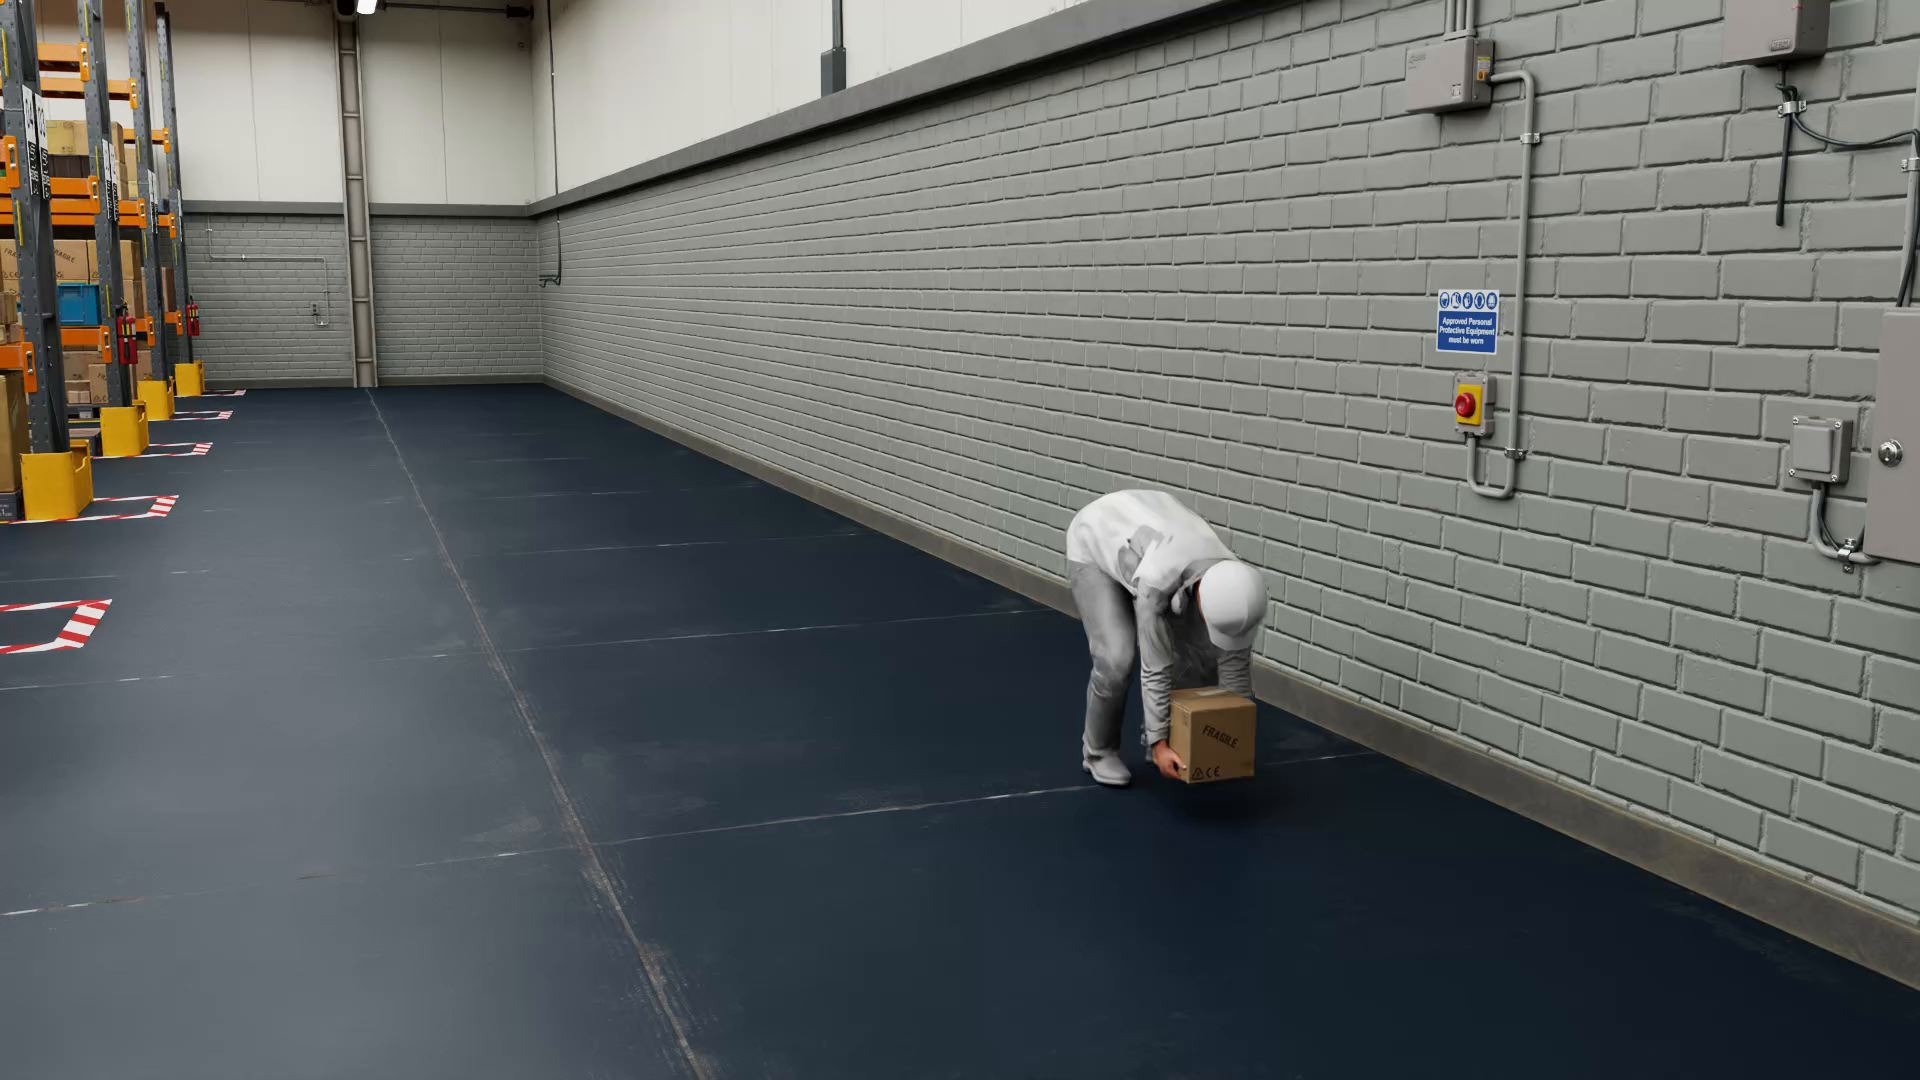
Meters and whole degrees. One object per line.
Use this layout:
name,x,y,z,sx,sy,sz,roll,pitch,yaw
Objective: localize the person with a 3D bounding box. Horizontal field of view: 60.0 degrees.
person,0.739,0.367,5.788,0.495,1.041,1.005,-4,10,-24
